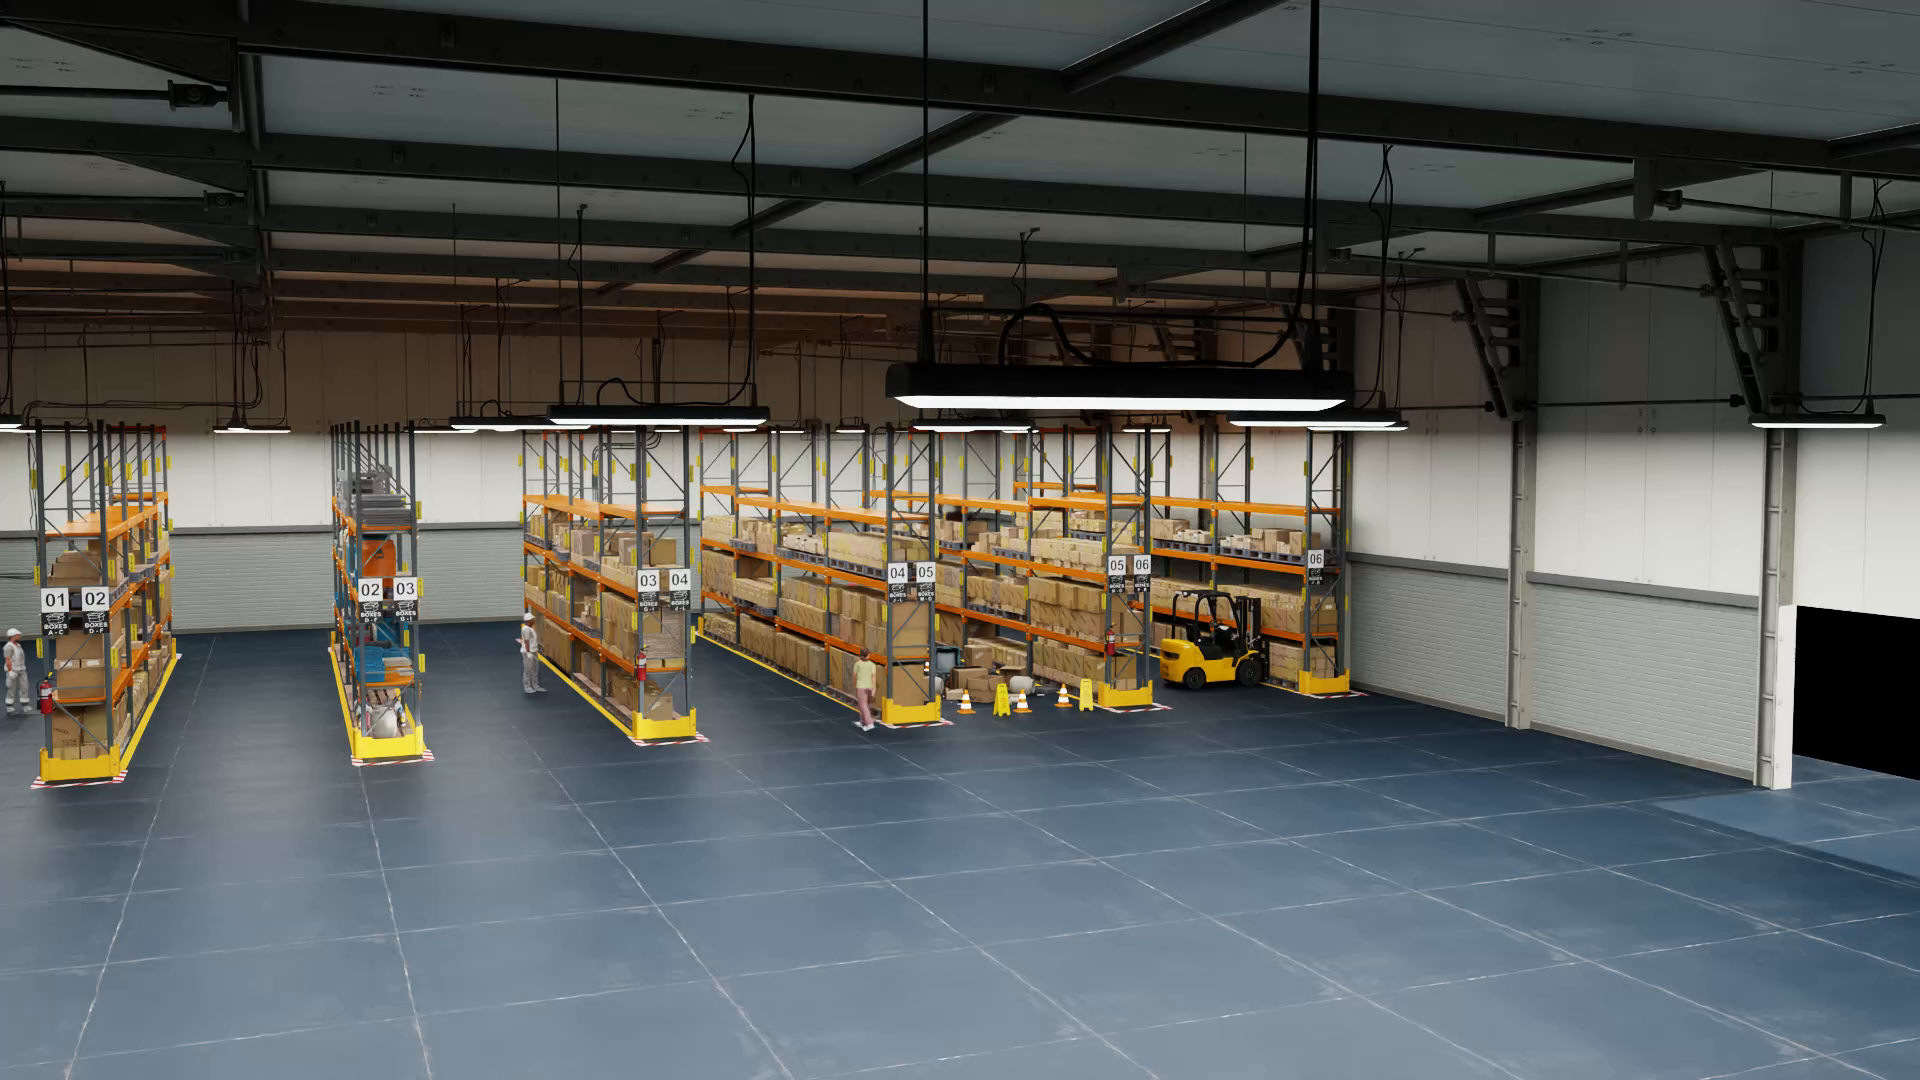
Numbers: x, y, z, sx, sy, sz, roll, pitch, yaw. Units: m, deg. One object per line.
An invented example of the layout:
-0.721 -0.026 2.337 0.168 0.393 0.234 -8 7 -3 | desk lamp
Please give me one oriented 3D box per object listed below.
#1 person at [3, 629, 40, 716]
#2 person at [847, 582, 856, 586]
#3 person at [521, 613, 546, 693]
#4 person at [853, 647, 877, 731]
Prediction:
-19.277 2.710 34.035 0.601 1.791 0.558 1 4 14 | person
-2.630 1.944 41.972 0.591 1.781 0.556 2 4 23 | person
-9.577 2.516 37.150 0.480 1.787 0.626 1 4 9 | person
-1.847 2.889 32.264 0.413 1.629 1.030 -2 4 -26 | person
